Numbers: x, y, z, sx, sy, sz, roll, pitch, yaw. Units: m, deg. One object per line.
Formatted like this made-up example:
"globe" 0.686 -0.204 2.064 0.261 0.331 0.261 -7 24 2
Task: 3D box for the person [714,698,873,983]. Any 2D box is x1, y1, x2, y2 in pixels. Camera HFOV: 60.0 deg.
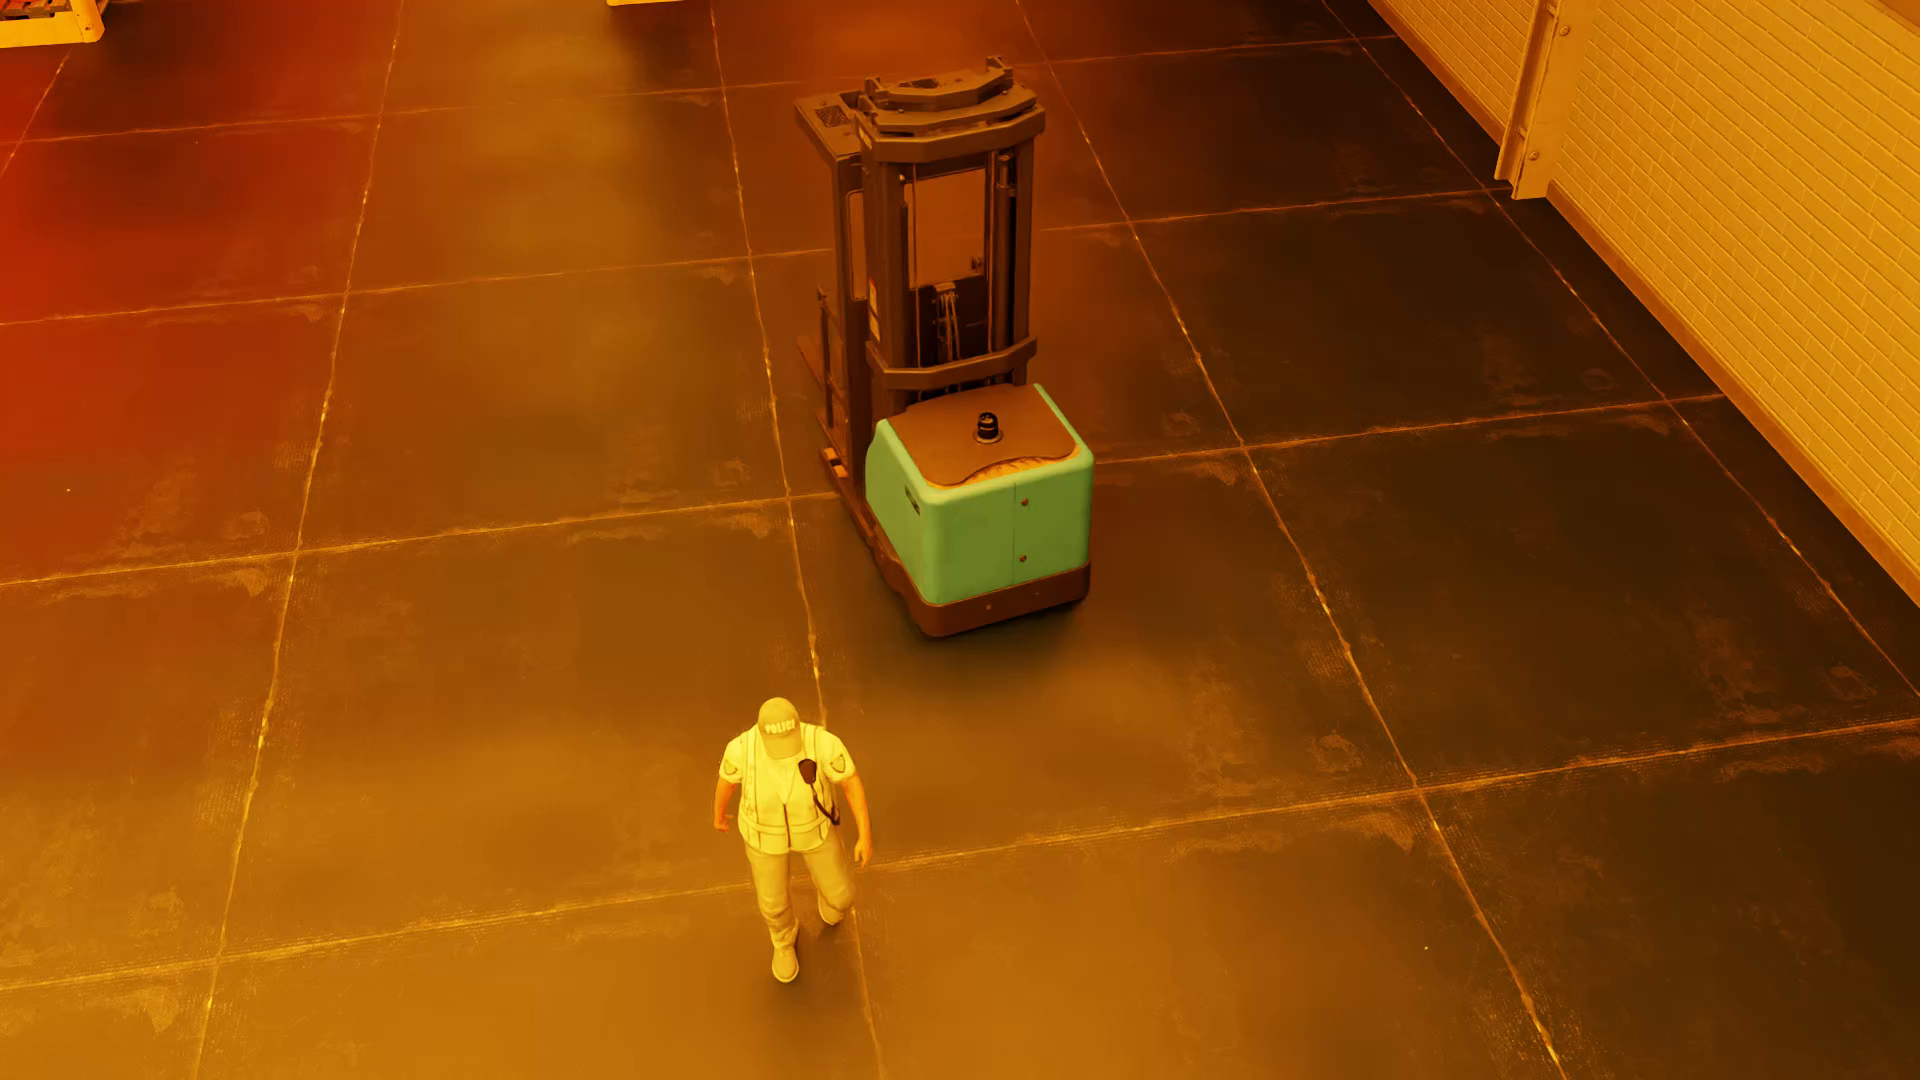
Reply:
"person" -0.755 1.279 7.451 0.689 1.646 0.508 -6 41 -7

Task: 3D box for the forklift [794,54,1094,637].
"forklift" -0.263 -1.525 9.751 1.130 2.935 3.031 -15 42 -17
